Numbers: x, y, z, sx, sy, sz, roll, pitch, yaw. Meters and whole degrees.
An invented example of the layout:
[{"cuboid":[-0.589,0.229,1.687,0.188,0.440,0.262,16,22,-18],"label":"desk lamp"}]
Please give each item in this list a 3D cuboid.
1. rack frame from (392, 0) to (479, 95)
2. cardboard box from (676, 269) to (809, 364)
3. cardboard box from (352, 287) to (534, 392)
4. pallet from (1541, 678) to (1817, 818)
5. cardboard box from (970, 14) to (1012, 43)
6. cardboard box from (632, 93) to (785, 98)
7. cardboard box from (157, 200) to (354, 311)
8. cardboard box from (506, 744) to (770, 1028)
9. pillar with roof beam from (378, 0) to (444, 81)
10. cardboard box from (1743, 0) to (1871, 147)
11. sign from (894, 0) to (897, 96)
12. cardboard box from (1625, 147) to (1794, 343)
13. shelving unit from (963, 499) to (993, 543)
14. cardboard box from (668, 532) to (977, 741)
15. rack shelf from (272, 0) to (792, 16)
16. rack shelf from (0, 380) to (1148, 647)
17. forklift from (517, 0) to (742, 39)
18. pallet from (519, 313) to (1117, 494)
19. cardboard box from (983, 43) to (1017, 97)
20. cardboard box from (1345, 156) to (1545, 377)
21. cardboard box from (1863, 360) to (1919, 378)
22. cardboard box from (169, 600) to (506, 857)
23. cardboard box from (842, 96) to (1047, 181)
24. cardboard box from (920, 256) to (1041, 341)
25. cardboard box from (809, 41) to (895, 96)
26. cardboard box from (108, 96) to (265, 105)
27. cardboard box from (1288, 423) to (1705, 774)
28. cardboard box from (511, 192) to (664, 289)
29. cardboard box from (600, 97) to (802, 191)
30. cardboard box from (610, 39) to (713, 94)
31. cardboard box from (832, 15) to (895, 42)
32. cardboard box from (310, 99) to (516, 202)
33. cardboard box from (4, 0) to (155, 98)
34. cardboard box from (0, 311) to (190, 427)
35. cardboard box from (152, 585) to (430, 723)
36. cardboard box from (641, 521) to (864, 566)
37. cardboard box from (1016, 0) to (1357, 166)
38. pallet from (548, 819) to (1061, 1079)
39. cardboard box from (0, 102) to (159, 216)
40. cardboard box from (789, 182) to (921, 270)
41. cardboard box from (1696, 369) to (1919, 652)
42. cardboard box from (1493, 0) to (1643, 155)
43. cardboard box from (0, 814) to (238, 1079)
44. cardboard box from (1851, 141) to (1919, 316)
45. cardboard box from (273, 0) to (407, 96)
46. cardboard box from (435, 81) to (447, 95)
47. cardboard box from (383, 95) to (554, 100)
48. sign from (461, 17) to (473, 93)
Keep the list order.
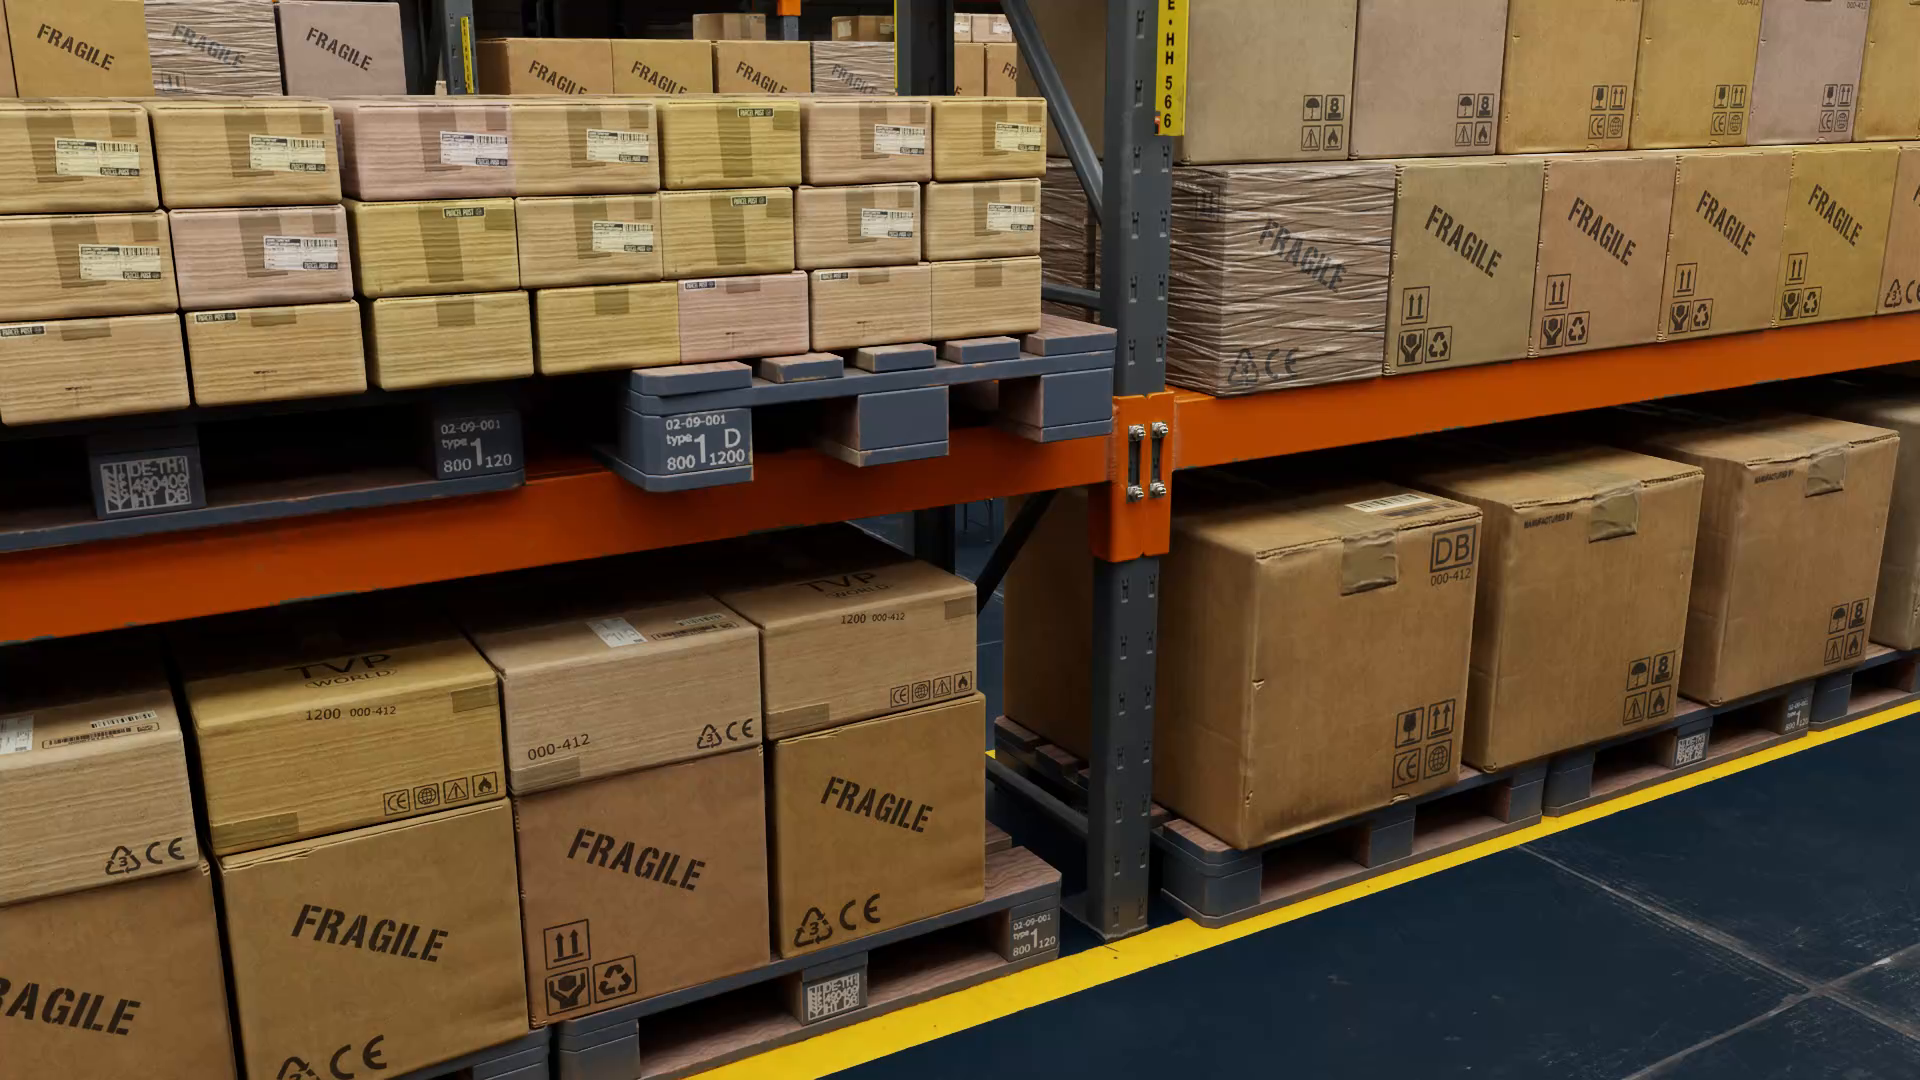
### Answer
[{"cuboid":[-2.490,-1.734,8.040,0.127,3.000,1.000,-9,18,-30],"label":"rack frame"},{"cuboid":[-0.475,-0.440,3.108,0.250,0.149,0.380,-9,18,-29],"label":"cardboard box"},{"cuboid":[-0.920,-0.368,2.852,0.250,0.149,0.380,-10,19,-32],"label":"cardboard box"},{"cuboid":[1.905,0.479,5.310,1.213,0.211,1.003,-9,18,-30],"label":"pallet"},{"cuboid":[0.075,-2.781,9.057,0.250,0.149,0.380,-10,18,-31],"label":"cardboard box"},{"cuboid":[-0.579,-0.913,3.696,0.250,0.149,0.380,-10,18,-31],"label":"cardboard box"},{"cuboid":[-1.148,-0.474,2.679,0.250,0.149,0.380,-9,18,-28],"label":"cardboard box"},{"cuboid":[-0.731,0.622,3.488,0.500,0.500,0.500,-8,18,-27],"label":"cardboard box"},{"cuboid":[-2.180,-5.165,9.162,0.400,9.000,9.100,-9,18,-30],"label":"pillar with roof beam"},{"cuboid":[2.278,-1.476,5.081,0.500,0.500,0.700,-9,18,-29],"label":"cardboard box"},{"cuboid":[-0.143,-1.289,4.304,0.005,0.325,0.100,-9,18,-30],"label":"sign"},{"cuboid":[1.964,-0.861,4.740,0.500,0.500,0.500,-9,18,-30],"label":"cardboard box"},{"cuboid":[-0.007,-0.432,7.284,0.210,0.900,0.258,-9,18,-30],"label":"shelving unit"},{"cuboid":[-0.306,0.193,3.628,0.500,0.250,0.500,-10,18,-31],"label":"cardboard box"},{"cuboid":[-3.336,-4.258,12.819,4.000,0.370,1.077,-9,18,-30],"label":"rack shelf"},{"cuboid":[-1.569,0.021,3.109,4.000,0.370,1.077,-9,18,-30],"label":"rack shelf"},{"cuboid":[-2.037,-2.525,10.988,3.031,2.935,1.130,-9,18,-29],"label":"forklift"},{"cuboid":[-0.411,-0.387,3.589,1.003,0.211,1.213,-9,18,-30],"label":"pallet"},{"cuboid":[0.236,-2.497,9.247,0.500,0.500,0.500,-9,18,-29],"label":"cardboard box"},{"cuboid":[1.104,-0.723,4.245,0.500,0.500,0.500,-9,18,-30],"label":"cardboard box"},{"cuboid":[4.149,-0.410,6.472,0.875,0.875,0.875,-9,18,-29],"label":"cardboard box"},{"cuboid":[-1.177,0.333,3.130,0.500,0.250,0.500,-9,18,-28],"label":"cardboard box"},{"cuboid":[-0.039,-0.797,3.280,0.250,0.149,0.380,-10,19,-32],"label":"cardboard box"},{"cuboid":[-0.041,-0.509,3.357,0.250,0.149,0.380,-9,18,-29],"label":"cardboard box"},{"cuboid":[-0.658,-2.354,8.736,0.500,0.500,0.500,-10,19,-32],"label":"cardboard box"},{"cuboid":[-1.476,-0.768,3.179,0.250,0.149,0.380,-9,18,-28],"label":"cardboard box"},{"cuboid":[1.461,0.092,4.915,0.750,0.750,1.050,-9,18,-29],"label":"cardboard box"},{"cuboid":[-0.710,-0.544,2.930,0.250,0.149,0.380,-9,18,-30],"label":"cardboard box"},{"cuboid":[-0.480,-0.726,3.027,0.250,0.149,0.380,-9,18,-28],"label":"cardboard box"},{"cuboid":[-1.543,-2.211,8.226,0.500,0.500,0.500,-8,18,-27],"label":"cardboard box"},{"cuboid":[-0.525,-2.838,9.260,0.250,0.149,0.380,-8,18,-27],"label":"cardboard box"},{"cuboid":[-0.916,-0.656,2.777,0.250,0.149,0.380,-9,18,-30],"label":"cardboard box"},{"cuboid":[-3.664,-1.991,6.917,0.500,0.500,0.500,-9,18,-30],"label":"cardboard box"},{"cuboid":[-1.375,-0.294,2.588,0.250,0.149,0.380,-10,19,-32],"label":"cardboard box"},{"cuboid":[-1.436,0.213,3.555,0.500,0.250,0.500,-9,18,-29],"label":"cardboard box"},{"cuboid":[-0.570,0.077,4.042,0.500,0.250,0.500,-10,19,-32],"label":"cardboard box"},{"cuboid":[0.535,-1.193,4.070,0.500,0.500,0.700,-9,18,-30],"label":"cardboard box"},{"cuboid":[-0.525,0.848,3.994,1.213,0.211,1.003,-9,18,-30],"label":"pallet"},{"cuboid":[-1.372,-0.581,2.512,0.250,0.149,0.380,-9,18,-28],"label":"cardboard box"},{"cuboid":[-0.271,-0.616,3.187,0.250,0.149,0.380,-8,18,-28],"label":"cardboard box"},{"cuboid":[3.088,-0.171,5.853,0.750,0.750,1.050,-9,18,-30],"label":"cardboard box"},{"cuboid":[1.407,-1.335,4.578,0.500,0.500,0.700,-10,18,-31],"label":"cardboard box"},{"cuboid":[-1.619,0.763,2.983,0.500,0.500,0.500,-9,18,-29],"label":"cardboard box"},{"cuboid":[2.831,-1.003,5.244,0.500,0.500,0.500,-9,18,-30],"label":"cardboard box"},{"cuboid":[-2.799,-2.132,7.419,0.500,0.500,0.500,-10,18,-31],"label":"cardboard box"},{"cuboid":[-3.972,-3.337,12.371,0.250,0.149,0.380,-9,18,-29],"label":"cardboard box"},{"cuboid":[-1.019,-0.844,3.447,0.250,0.149,0.380,-10,19,-32],"label":"cardboard box"},{"cuboid":[-2.202,-2.164,7.427,0.005,0.325,0.100,-9,18,-30],"label":"sign"}]
